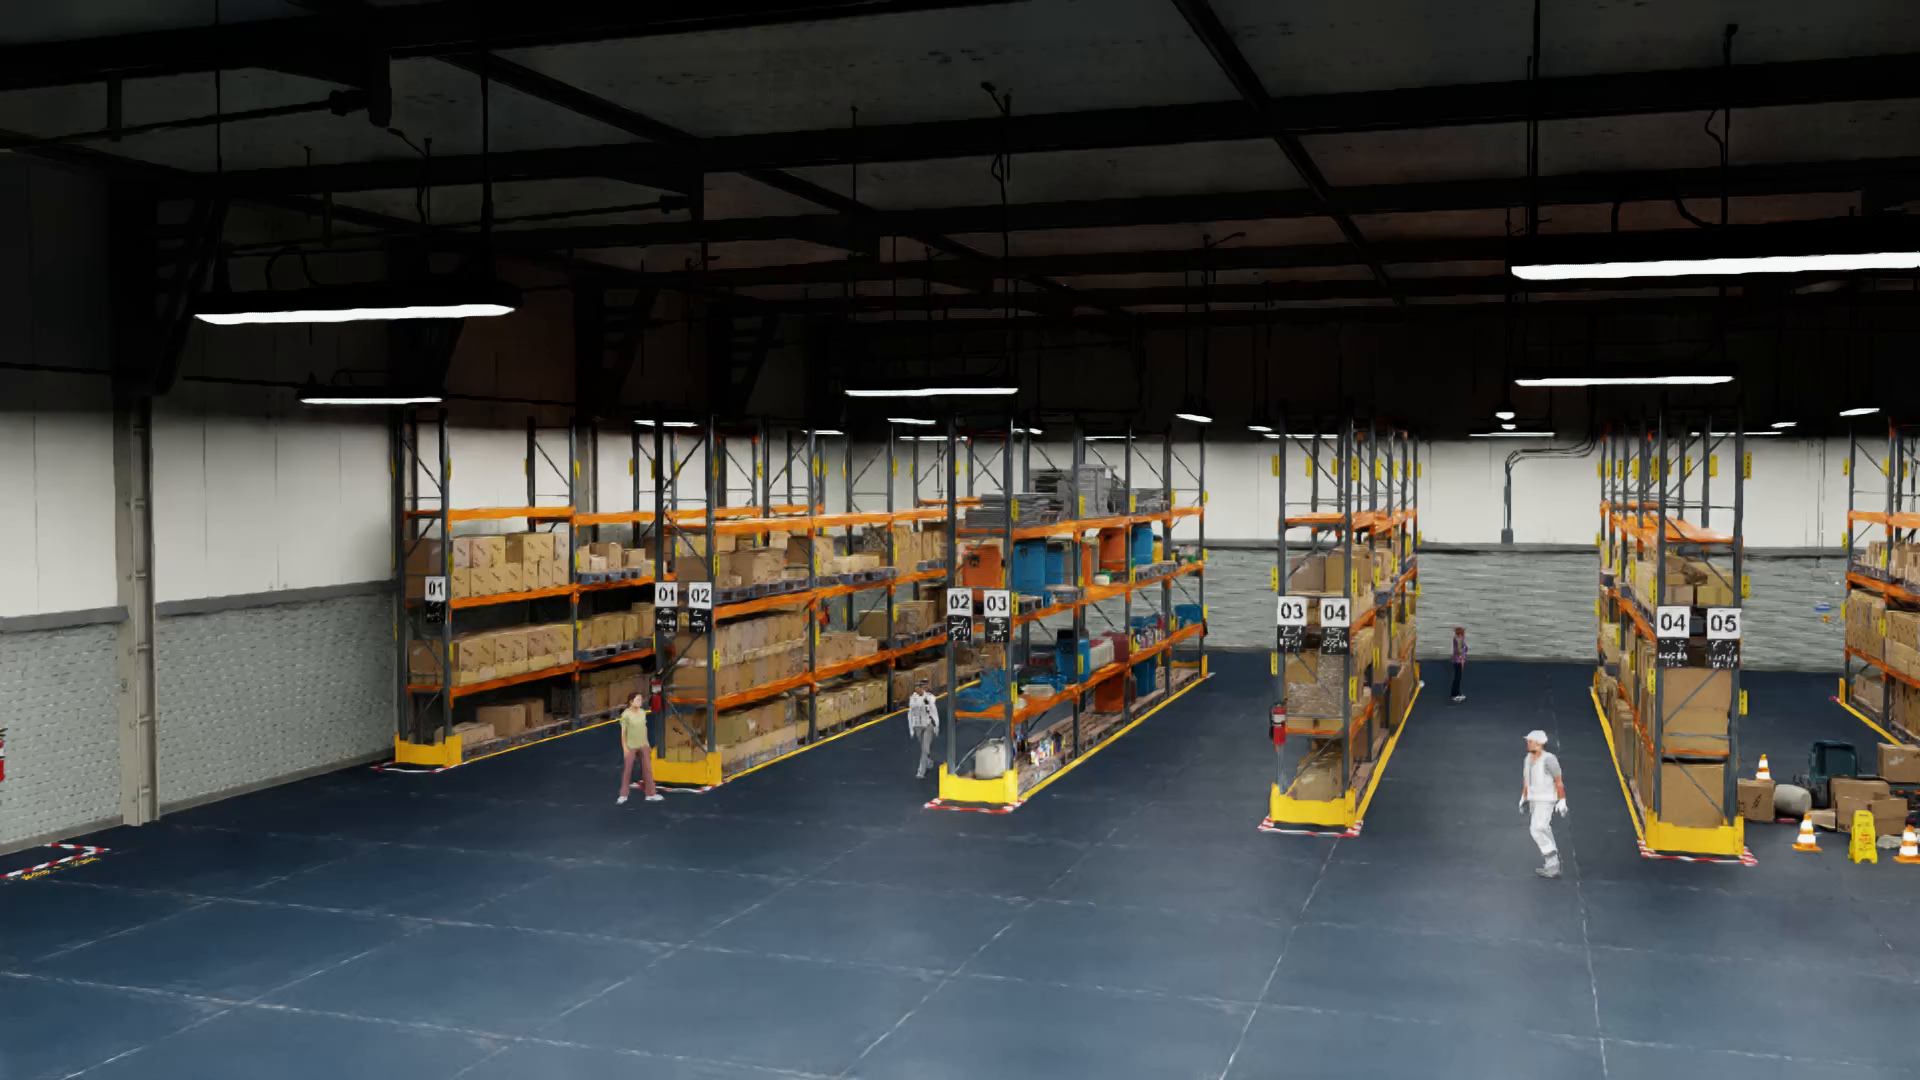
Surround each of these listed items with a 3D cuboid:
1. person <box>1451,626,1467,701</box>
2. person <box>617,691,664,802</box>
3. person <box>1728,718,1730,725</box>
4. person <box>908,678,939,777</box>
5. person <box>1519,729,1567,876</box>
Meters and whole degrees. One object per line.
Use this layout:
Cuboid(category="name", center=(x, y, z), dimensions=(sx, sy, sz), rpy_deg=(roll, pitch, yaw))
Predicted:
Cuboid(category="person", center=(10.778, 2.645, 35.900), dimensions=(0.344, 1.602, 0.543), rpy_deg=(0, 2, 10))
Cuboid(category="person", center=(-4.830, 3.209, 24.925), dimensions=(0.647, 1.414, 0.493), rpy_deg=(-2, 3, -41))
Cuboid(category="person", center=(14.977, 2.757, 32.556), dimensions=(0.408, 1.680, 0.538), rpy_deg=(-1, 3, -13))
Cuboid(category="person", center=(-0.621, 3.024, 27.141), dimensions=(0.495, 1.568, 1.086), rpy_deg=(1, 3, 21))
Cuboid(category="person", center=(7.146, 3.222, 20.434), dimensions=(0.474, 1.776, 0.634), rpy_deg=(-1, 3, -15))
